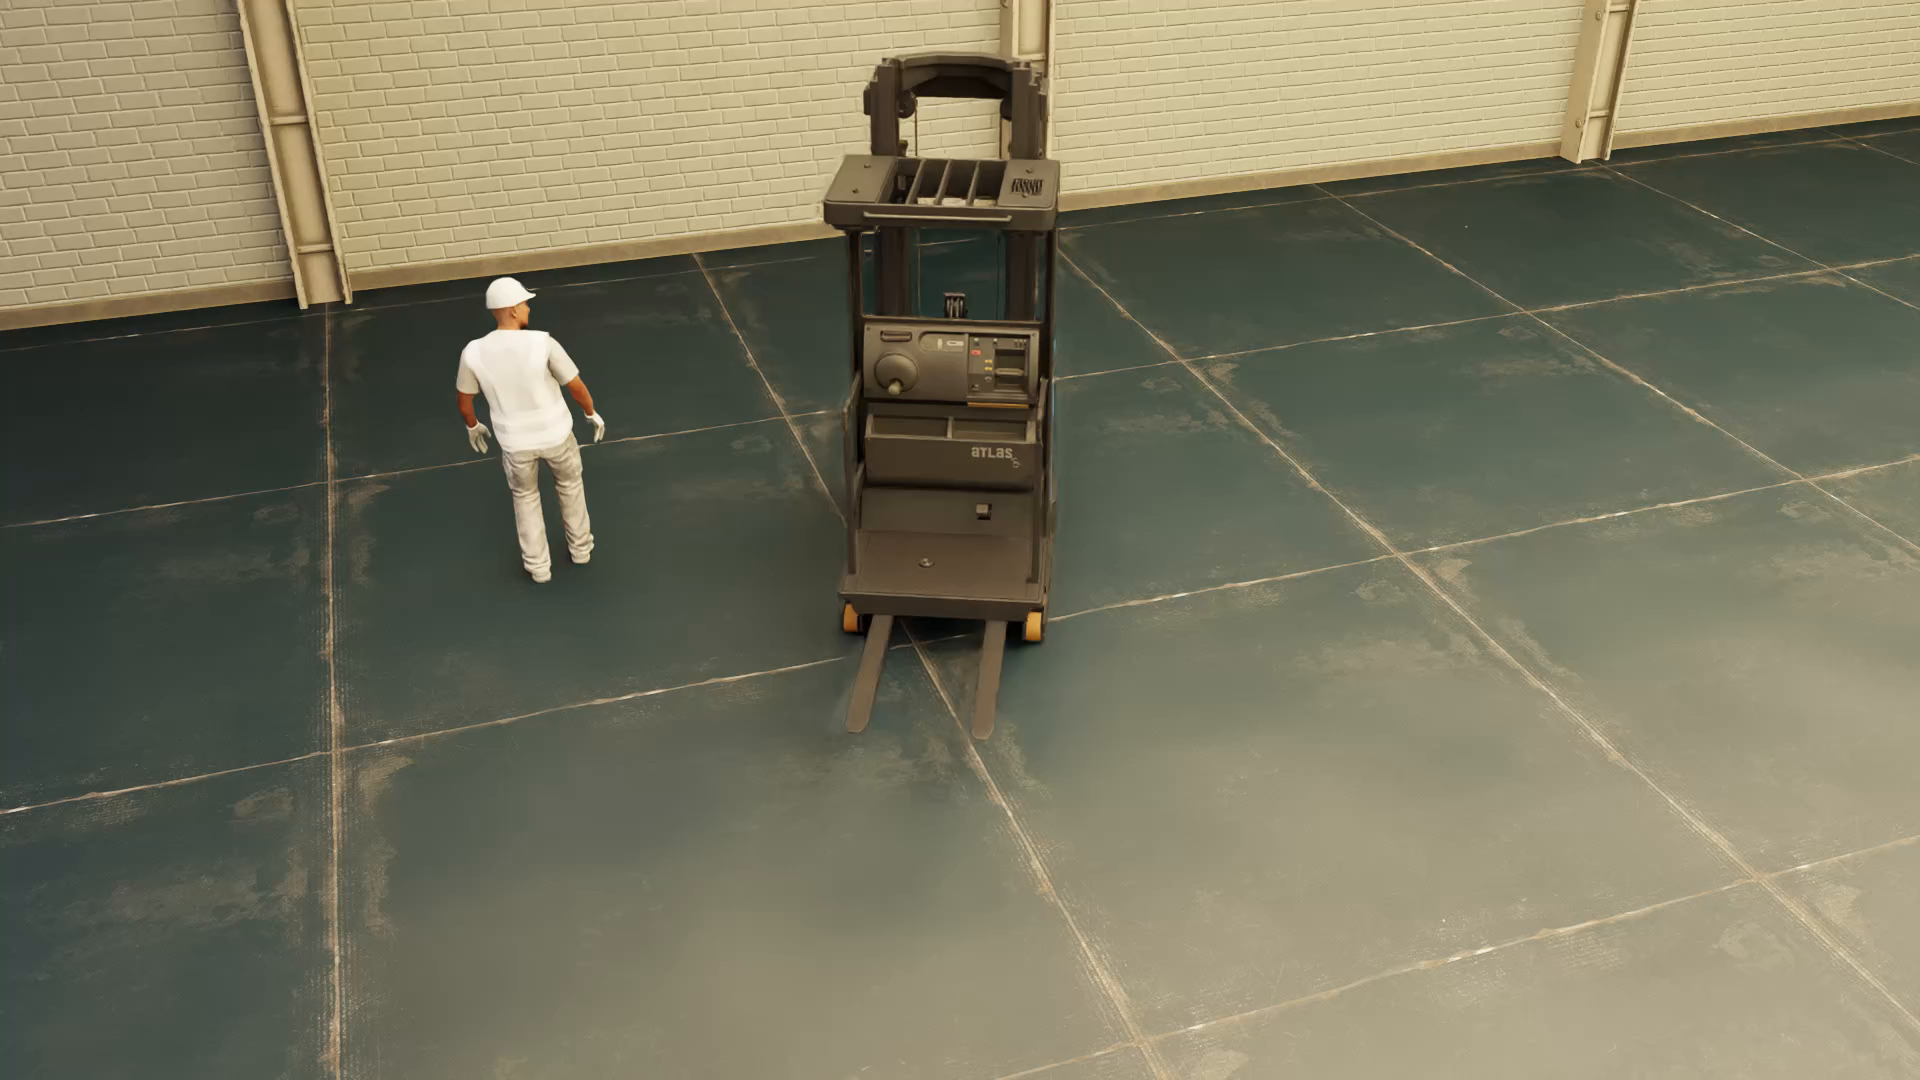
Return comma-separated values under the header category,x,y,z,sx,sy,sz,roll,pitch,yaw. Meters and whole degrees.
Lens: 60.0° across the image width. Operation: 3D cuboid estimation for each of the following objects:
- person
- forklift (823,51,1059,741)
category,x,y,z,sx,sy,sz,roll,pitch,yaw
person,-2.394,-0.637,9.366,0.773,1.765,0.490,-4,30,-7
forklift,-11.911,1.401,4.652,23.875,2.935,14.365,3,30,5
